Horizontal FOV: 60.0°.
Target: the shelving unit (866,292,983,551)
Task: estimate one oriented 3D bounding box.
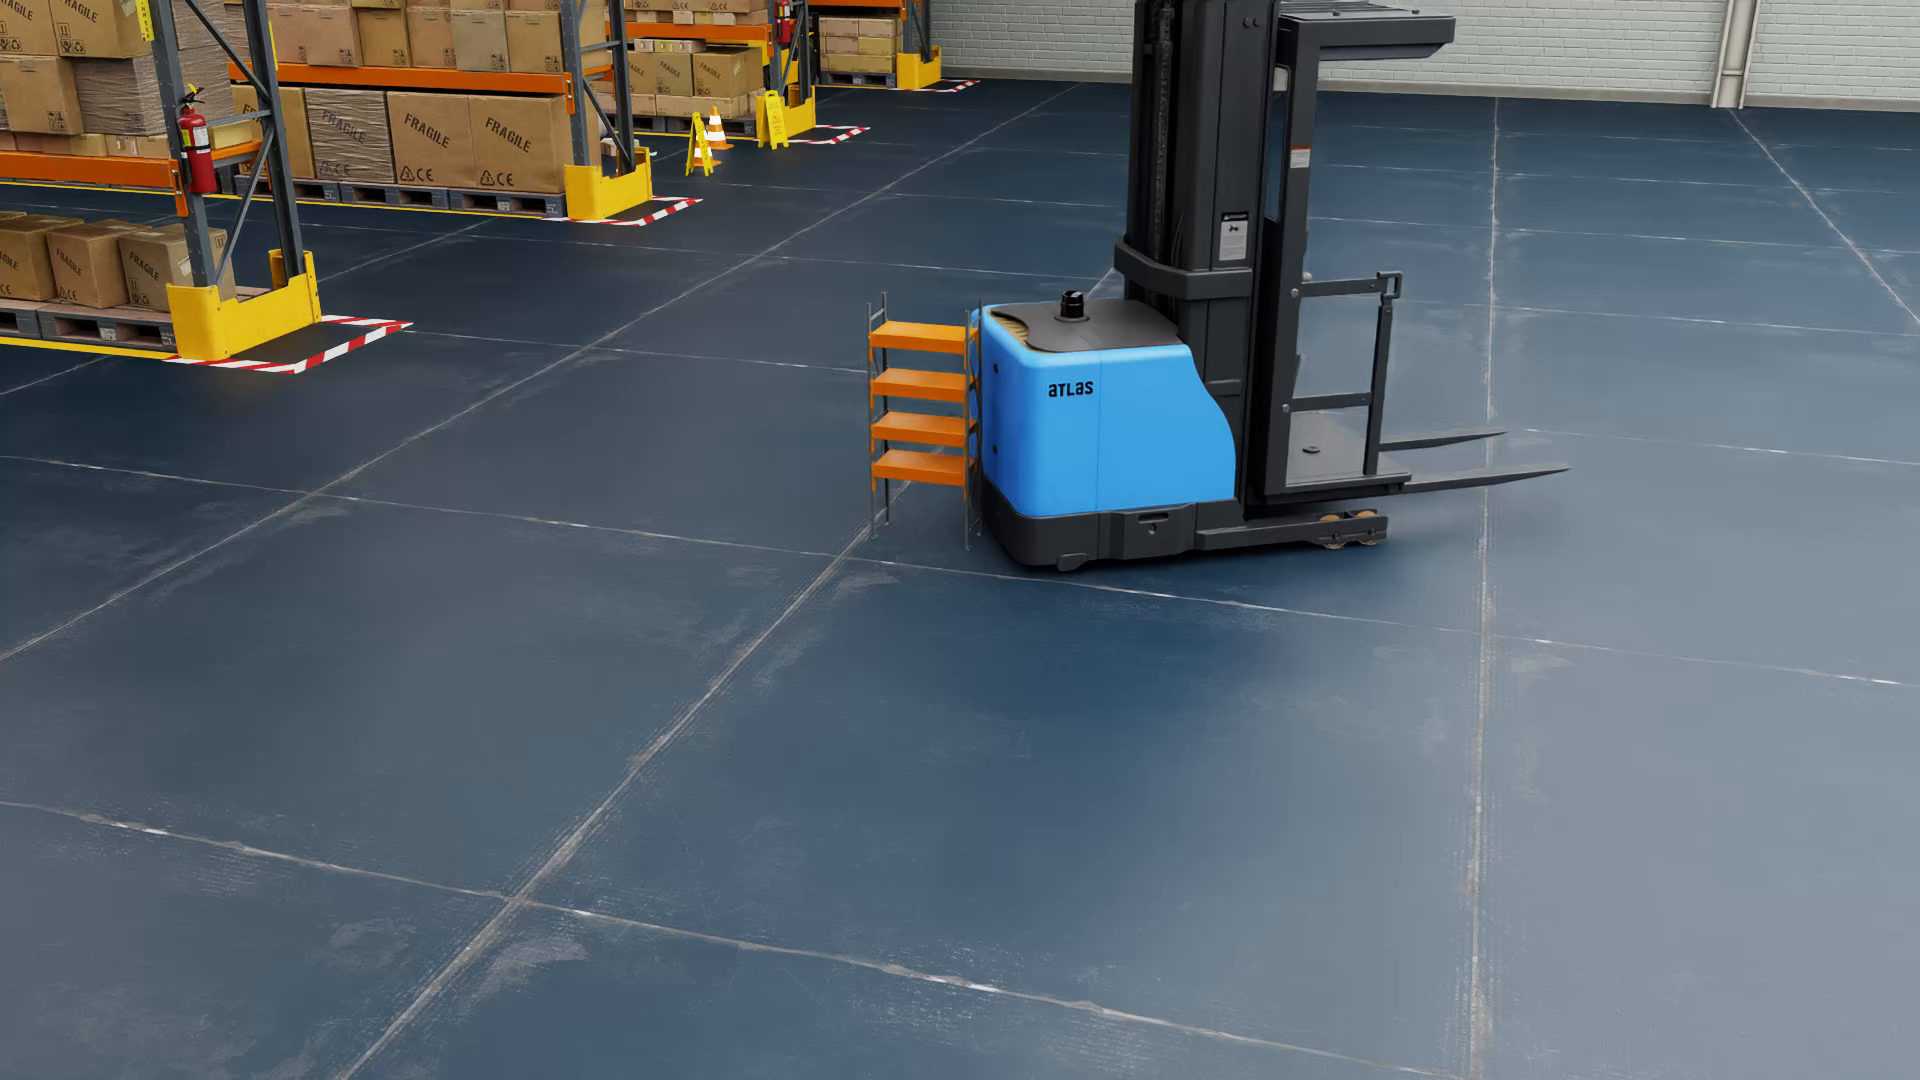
[{"bbox_3d":[-0.166,-0.573,8.085,0.503,1.200,0.258,7,23,16],"label":"shelving unit"}]

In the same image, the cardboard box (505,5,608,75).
[{"bbox_3d":[-3.765,-4.695,15.565,0.550,0.550,0.875,7,23,16],"label":"cardboard box"}]

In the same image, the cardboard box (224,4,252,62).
[{"bbox_3d":[-6.869,-5.073,16.487,0.550,0.550,0.875,7,23,16],"label":"cardboard box"}]

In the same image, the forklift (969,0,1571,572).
[{"bbox_3d":[1.613,-1.498,8.060,3.031,2.935,1.130,-6,23,-14],"label":"forklift"}]

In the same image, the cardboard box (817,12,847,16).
[{"bbox_3d":[-1.994,-7.833,25.166,0.500,0.250,0.500,6,23,15],"label":"cardboard box"}]

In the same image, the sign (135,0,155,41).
[{"bbox_3d":[-5.105,-3.293,10.403,0.005,0.325,0.100,7,23,16],"label":"sign"}]

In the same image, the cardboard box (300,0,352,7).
[{"bbox_3d":[-5.845,-5.429,15.931,0.550,0.550,0.875,7,23,16],"label":"cardboard box"}]

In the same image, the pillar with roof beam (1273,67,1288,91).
[{"bbox_3d":[3.461,-9.172,18.773,0.400,9.000,9.100,7,23,16],"label":"pillar with roof beam"}]

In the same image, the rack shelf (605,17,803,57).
[{"bbox_3d":[-3.978,-6.297,20.617,4.000,0.370,1.077,7,23,16],"label":"rack shelf"}]

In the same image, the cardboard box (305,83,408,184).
[{"bbox_3d":[-5.780,-4.059,16.460,0.875,0.875,0.875,7,23,16],"label":"cardboard box"}]

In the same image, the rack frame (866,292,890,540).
[{"bbox_3d":[-0.400,-0.600,8.151,0.015,1.200,0.240,7,23,16],"label":"rack frame"}]

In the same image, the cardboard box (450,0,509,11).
[{"bbox_3d":[-4.294,-5.252,15.500,0.550,0.550,0.875,7,23,16],"label":"cardboard box"}]

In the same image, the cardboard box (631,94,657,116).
[{"bbox_3d":[-3.911,-5.439,20.647,0.500,0.250,0.500,6,23,14],"label":"cardboard box"}]

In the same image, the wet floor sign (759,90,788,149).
[{"bbox_3d":[-2.191,-4.912,19.395,0.232,0.644,0.267,16,27,34],"label":"wet floor sign"}]

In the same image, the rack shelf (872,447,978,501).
[{"bbox_3d":[-0.166,-0.327,8.186,0.480,0.148,0.258,7,23,16],"label":"rack shelf"}]

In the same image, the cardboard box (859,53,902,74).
[{"bbox_3d":[-1.174,-7.074,24.632,0.500,0.250,0.500,7,23,16],"label":"cardboard box"}]

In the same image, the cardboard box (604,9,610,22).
[{"bbox_3d":[-4.213,-6.421,20.302,0.250,0.149,0.380,6,23,15],"label":"cardboard box"}]

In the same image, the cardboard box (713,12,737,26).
[{"bbox_3d":[-2.758,-6.245,19.874,0.250,0.149,0.380,6,23,15],"label":"cardboard box"}]

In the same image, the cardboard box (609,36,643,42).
[{"bbox_3d":[-4.965,-7.802,25.913,0.625,0.625,0.875,8,24,18],"label":"cardboard box"}]

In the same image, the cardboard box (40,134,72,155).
[{"bbox_3d":[-5.987,-2.720,11.279,0.250,0.149,0.380,7,23,16],"label":"cardboard box"}]

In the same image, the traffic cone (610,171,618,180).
[{"bbox_3d":[-3.495,-4.002,17.416,0.334,0.463,0.336,7,23,16],"label":"traffic cone"}]

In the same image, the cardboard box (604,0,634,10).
[{"bbox_3d":[-4.098,-6.729,20.199,0.500,0.500,0.500,7,23,16],"label":"cardboard box"}]

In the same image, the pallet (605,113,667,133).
[{"bbox_3d":[-4.068,-5.365,21.072,1.213,0.211,1.003,7,23,16],"label":"pallet"}]

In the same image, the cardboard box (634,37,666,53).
[{"bbox_3d":[-3.768,-6.047,20.287,0.250,0.149,0.380,8,23,18],"label":"cardboard box"}]

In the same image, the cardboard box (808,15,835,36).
[{"bbox_3d":[-2.141,-7.642,24.700,0.500,0.250,0.500,7,23,16],"label":"cardboard box"}]

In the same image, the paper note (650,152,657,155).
[{"bbox_3d":[-3.543,-4.418,18.999,0.142,0.019,0.148,-1,22,-3],"label":"paper note"}]

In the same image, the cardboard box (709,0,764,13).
[{"bbox_3d":[-2.663,-6.554,19.772,0.500,0.500,0.500,6,23,15],"label":"cardboard box"}]

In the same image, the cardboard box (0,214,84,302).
[{"bbox_3d":[-6.695,-2.051,12.059,0.500,0.500,0.500,9,24,20],"label":"cardboard box"}]

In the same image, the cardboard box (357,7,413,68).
[{"bbox_3d":[-5.317,-4.897,16.059,0.500,0.550,0.875,7,23,16],"label":"cardboard box"}]

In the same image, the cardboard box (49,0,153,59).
[{"bbox_3d":[-5.524,-3.427,10.832,0.500,0.500,0.500,7,23,16],"label":"cardboard box"}]

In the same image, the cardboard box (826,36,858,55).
[{"bbox_3d":[-1.666,-7.367,24.688,0.500,0.250,0.500,6,23,15],"label":"cardboard box"}]

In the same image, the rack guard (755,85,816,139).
[{"bbox_3d":[-2.136,-5.263,20.441,0.348,0.500,1.175,7,23,16],"label":"rack guard"}]

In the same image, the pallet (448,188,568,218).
[{"bbox_3d":[-4.185,-3.370,16.209,1.213,0.211,1.003,7,23,15],"label":"pallet"}]

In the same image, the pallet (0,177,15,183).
[{"bbox_3d":[-10.322,-4.074,17.925,1.213,0.211,1.003,7,23,16],"label":"pallet"}]

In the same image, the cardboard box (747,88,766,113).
[{"bbox_3d":[-2.756,-5.522,20.849,0.500,0.250,0.500,6,23,15],"label":"cardboard box"}]

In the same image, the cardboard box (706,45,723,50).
[{"bbox_3d":[-3.280,-5.927,20.848,0.500,0.500,0.500,6,23,14],"label":"cardboard box"}]

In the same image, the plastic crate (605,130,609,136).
[{"bbox_3d":[-4.627,-5.029,20.424,0.583,0.080,0.402,-1,22,-3],"label":"plastic crate"}]

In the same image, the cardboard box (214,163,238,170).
[{"bbox_3d":[-7.846,-4.229,17.037,0.750,0.750,1.050,6,23,15],"label":"cardboard box"}]

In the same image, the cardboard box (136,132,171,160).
[{"bbox_3d":[-5.258,-2.650,11.110,0.250,0.149,0.380,7,23,16],"label":"cardboard box"}]

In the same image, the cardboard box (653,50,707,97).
[{"bbox_3d":[-3.406,-5.729,20.366,0.500,0.500,0.500,7,23,17],"label":"cardboard box"}]

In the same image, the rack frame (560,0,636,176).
[{"bbox_3d":[-3.396,-4.601,15.535,0.127,3.000,1.000,7,23,16],"label":"rack frame"}]

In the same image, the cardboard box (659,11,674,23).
[{"bbox_3d":[-3.457,-6.378,20.196,0.250,0.149,0.380,7,23,16],"label":"cardboard box"}]

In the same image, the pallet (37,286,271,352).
[{"bbox_3d":[-5.766,-1.630,11.967,1.213,0.211,1.003,7,23,16],"label":"pallet"}]

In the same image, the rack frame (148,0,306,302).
[{"bbox_3d":[-4.926,-2.810,11.169,0.127,3.000,1.000,7,23,16],"label":"rack frame"}]

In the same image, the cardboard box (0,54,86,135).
[{"bbox_3d":[-5.958,-3.076,11.292,0.500,0.500,0.875,7,23,16],"label":"cardboard box"}]

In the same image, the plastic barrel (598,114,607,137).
[{"bbox_3d":[-4.478,-4.895,19.646,0.512,0.421,0.421,-14,26,-30],"label":"plastic barrel"}]
